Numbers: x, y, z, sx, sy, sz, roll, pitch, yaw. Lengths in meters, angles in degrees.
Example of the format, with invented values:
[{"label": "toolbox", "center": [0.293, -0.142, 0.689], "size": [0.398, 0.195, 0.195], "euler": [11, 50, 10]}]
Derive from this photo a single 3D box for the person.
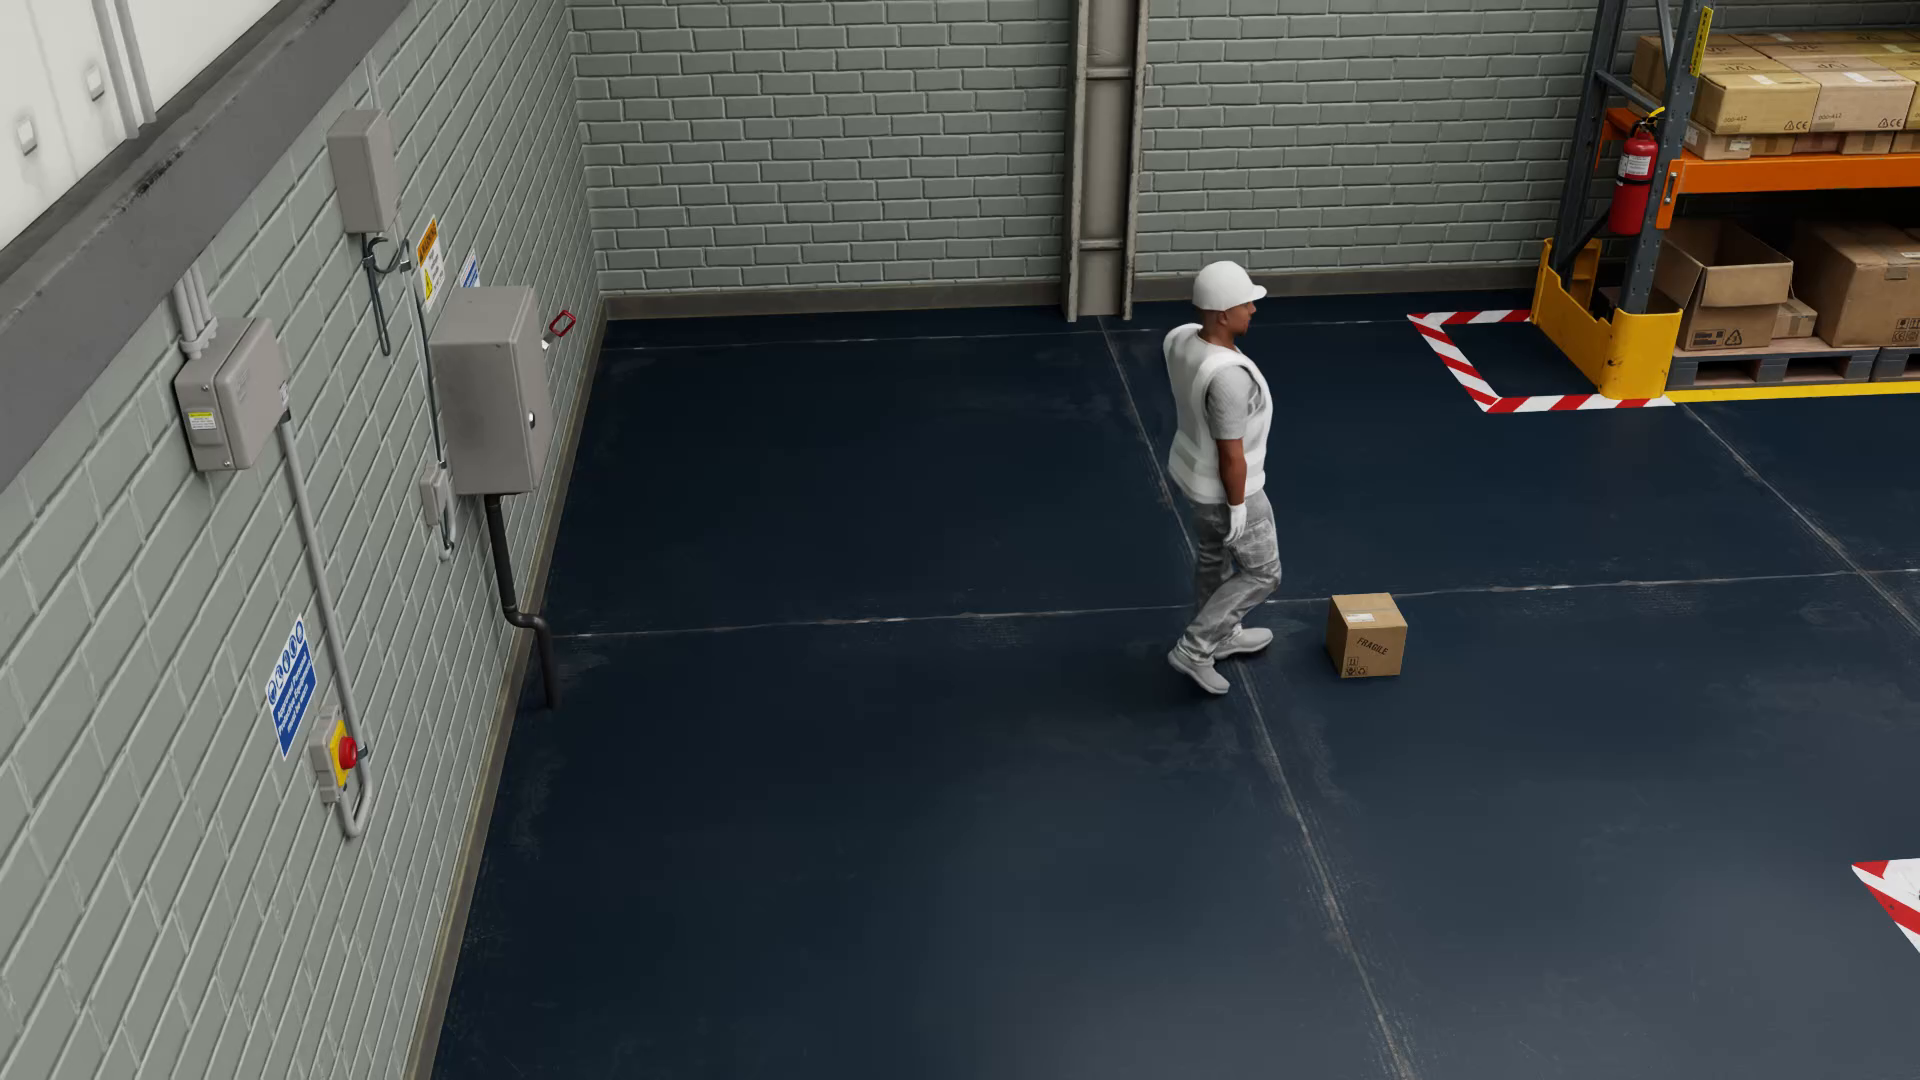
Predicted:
[{"label": "person", "center": [1.071, -0.246, 6.492], "size": [0.572, 1.781, 0.580], "euler": [-8, 32, -14]}]
